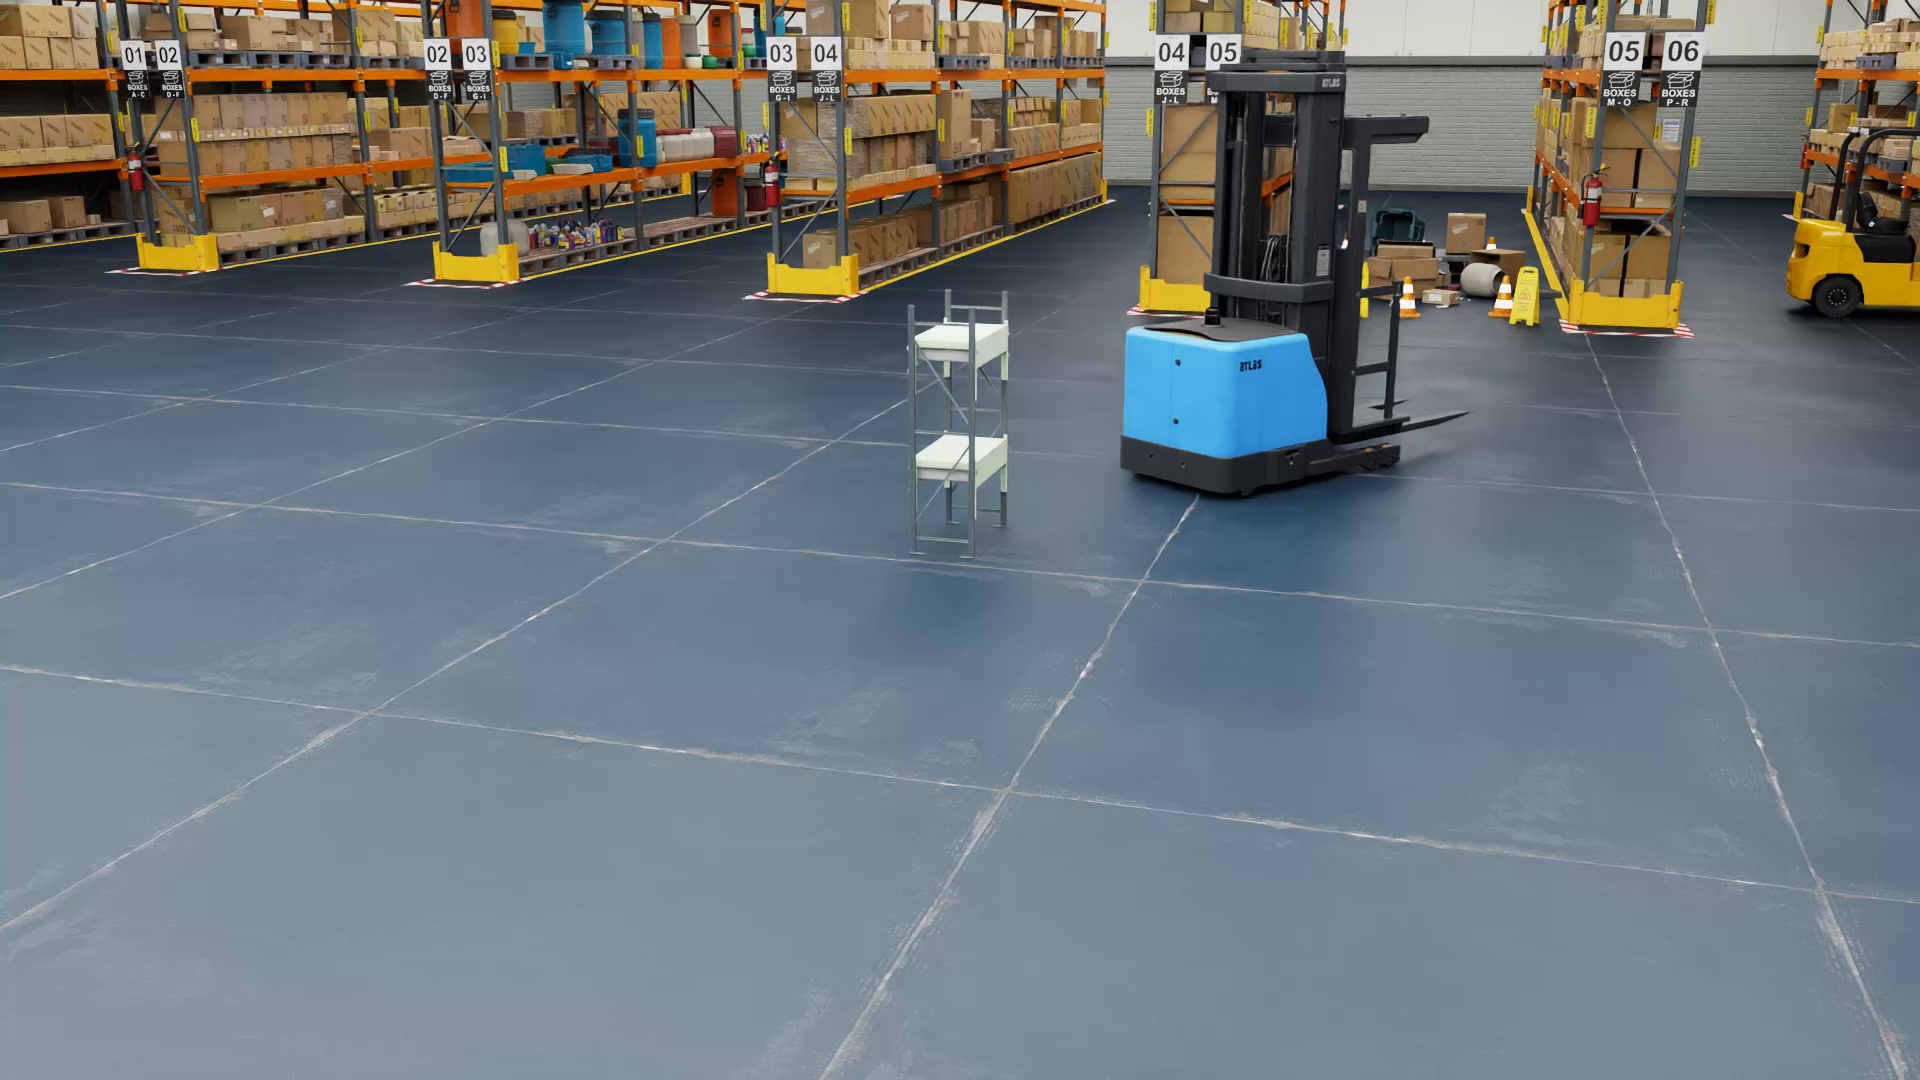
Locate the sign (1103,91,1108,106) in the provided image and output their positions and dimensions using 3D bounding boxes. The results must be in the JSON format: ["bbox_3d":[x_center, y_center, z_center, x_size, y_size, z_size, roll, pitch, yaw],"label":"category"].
[{"bbox_3d":[3.124,-9.478,35.693,0.100,0.325,0.005,5,16,16],"label":"sign"}]

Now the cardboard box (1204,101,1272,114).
[{"bbox_3d":[3.741,-5.647,22.488,0.875,0.550,0.550,5,16,16],"label":"cardboard box"}]

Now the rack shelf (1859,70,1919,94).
[{"bbox_3d":[15.164,-7.228,26.136,1.077,0.370,4.000,5,16,16],"label":"rack shelf"}]

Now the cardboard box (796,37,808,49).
[{"bbox_3d":[-2.160,-6.326,21.184,0.380,0.149,0.250,5,16,16],"label":"cardboard box"}]

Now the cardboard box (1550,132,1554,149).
[{"bbox_3d":[9.998,-6.576,27.376,0.500,0.250,0.500,4,16,14],"label":"cardboard box"}]

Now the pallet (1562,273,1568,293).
[{"bbox_3d":[8.542,-3.425,22.018,1.003,0.211,1.213,5,16,16],"label":"pallet"}]

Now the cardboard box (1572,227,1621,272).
[{"bbox_3d":[7.685,-3.505,20.085,0.500,0.500,0.500,5,17,18],"label":"cardboard box"}]

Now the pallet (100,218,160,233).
[{"bbox_3d":[-14.830,-5.728,30.137,1.003,0.211,1.213,5,16,16],"label":"pallet"}]

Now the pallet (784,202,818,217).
[{"bbox_3d":[-3.537,-6.650,33.389,1.003,0.211,1.213,5,16,16],"label":"pallet"}]

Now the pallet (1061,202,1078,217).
[{"bbox_3d":[1.762,-6.658,33.415,1.003,0.211,1.213,5,16,16],"label":"pallet"}]

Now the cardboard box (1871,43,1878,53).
[{"bbox_3d":[15.027,-7.981,26.979,0.380,0.149,0.250,5,17,17],"label":"cardboard box"}]

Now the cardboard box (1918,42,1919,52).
[{"bbox_3d":[14.657,-7.415,25.021,0.380,0.149,0.250,5,17,17],"label":"cardboard box"}]

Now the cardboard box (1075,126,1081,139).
[{"bbox_3d":[2.143,-8.246,33.633,0.500,0.250,0.500,5,17,17],"label":"cardboard box"}]

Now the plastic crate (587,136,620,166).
[{"bbox_3d":[-5.707,-6.279,26.851,0.402,0.464,0.583,5,16,16],"label":"plastic crate"}]

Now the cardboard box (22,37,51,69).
[{"bbox_3d":[-15.234,-7.936,27.095,0.500,0.500,0.500,4,16,14],"label":"cardboard box"}]

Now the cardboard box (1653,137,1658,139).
[{"bbox_3d":[8.811,-5.001,21.734,0.500,0.500,0.500,4,16,14],"label":"cardboard box"}]

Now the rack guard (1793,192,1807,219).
[{"bbox_3d":[16.847,-6.478,32.252,1.175,0.500,0.348,5,16,16],"label":"rack guard"}]

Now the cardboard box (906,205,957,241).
[{"bbox_3d":[-0.454,-5.005,26.252,0.700,0.500,0.500,5,16,16],"label":"cardboard box"}]

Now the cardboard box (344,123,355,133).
[{"bbox_3d":[-10.171,-6.755,27.276,0.380,0.149,0.250,5,16,16],"label":"cardboard box"}]

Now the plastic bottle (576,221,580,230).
[{"bbox_3d":[-6.026,-4.858,26.132,0.061,0.283,0.133,5,16,16],"label":"plastic bottle"}]

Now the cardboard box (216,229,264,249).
[{"bbox_3d":[-10.932,-4.569,25.212,0.500,0.250,0.500,5,16,16],"label":"cardboard box"}]

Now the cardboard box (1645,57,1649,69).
[{"bbox_3d":[8.111,-5.491,19.156,0.380,0.149,0.250,5,16,16],"label":"cardboard box"}]

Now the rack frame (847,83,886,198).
[{"bbox_3d":[-2.141,-9.237,37.398,1.000,3.000,0.127,5,16,16],"label":"rack frame"}]

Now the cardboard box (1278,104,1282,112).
[{"bbox_3d":[4.493,-6.361,25.242,0.700,0.500,0.500,4,16,15],"label":"cardboard box"}]

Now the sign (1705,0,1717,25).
[{"bbox_3d":[8.082,-5.720,17.900,0.100,0.325,0.005,5,16,16],"label":"sign"}]

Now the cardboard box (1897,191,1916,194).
[{"bbox_3d":[15.774,-5.713,27.598,0.380,0.149,0.250,5,17,16],"label":"cardboard box"}]

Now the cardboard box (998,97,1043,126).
[{"bbox_3d":[1.091,-7.991,30.983,0.797,0.503,0.637,5,17,16],"label":"cardboard box"}]

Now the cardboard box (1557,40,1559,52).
[{"bbox_3d":[10.117,-8.167,27.607,0.396,0.266,0.258,6,17,20],"label":"cardboard box"}]

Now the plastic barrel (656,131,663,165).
[{"bbox_3d":[-5.069,-6.396,27.134,0.433,0.535,0.433,0,16,0],"label":"plastic barrel"}]

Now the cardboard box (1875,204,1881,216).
[{"bbox_3d":[14.938,-5.139,26.761,0.500,0.500,0.500,4,16,14],"label":"cardboard box"}]

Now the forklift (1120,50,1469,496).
[{"bbox_3d":[2.612,-2.013,12.057,3.031,2.935,1.130,-12,20,-37],"label":"forklift"}]

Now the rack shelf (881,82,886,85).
[{"bbox_3d":[-2.710,-9.811,35.242,1.077,0.370,4.000,5,16,16],"label":"rack shelf"}]

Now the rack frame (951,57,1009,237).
[{"bbox_3d":[0.334,-6.760,28.665,1.000,3.000,0.127,5,16,16],"label":"rack frame"}]

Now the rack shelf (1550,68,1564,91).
[{"bbox_3d":[10.404,-7.612,27.489,1.077,0.370,4.000,5,16,16],"label":"rack shelf"}]

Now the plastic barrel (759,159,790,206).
[{"bbox_3d":[-3.650,-7.057,32.788,0.600,0.901,0.708,5,16,16],"label":"plastic barrel"}]

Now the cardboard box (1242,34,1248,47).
[{"bbox_3d":[3.192,-5.893,19.619,0.380,0.149,0.250,5,17,16],"label":"cardboard box"}]

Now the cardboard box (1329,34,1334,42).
[{"bbox_3d":[6.932,-9.596,31.795,0.380,0.149,0.250,5,17,19],"label":"cardboard box"}]

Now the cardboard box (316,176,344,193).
[{"bbox_3d":[-13.323,-7.491,34.413,0.750,0.750,0.750,5,16,16],"label":"cardboard box"}]

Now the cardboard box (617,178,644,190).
[{"bbox_3d":[-7.497,-8.078,37.081,0.797,0.503,0.637,5,16,16],"label":"cardboard box"}]

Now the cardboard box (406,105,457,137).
[{"bbox_3d":[-12.197,-9.625,38.218,0.980,0.700,0.700,4,16,13],"label":"cardboard box"}]

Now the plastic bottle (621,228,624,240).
[{"bbox_3d":[-5.356,-4.844,26.232,0.097,0.201,0.097,0,16,0],"label":"plastic bottle"}]

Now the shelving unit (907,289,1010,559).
[{"bbox_3d":[-0.002,-0.720,10.119,0.431,1.500,0.755,5,16,16],"label":"shelving unit"}]

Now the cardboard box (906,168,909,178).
[{"bbox_3d":[-0.952,-5.259,23.833,0.380,0.149,0.250,5,16,16],"label":"cardboard box"}]

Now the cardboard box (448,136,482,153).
[{"bbox_3d":[-9.308,-7.394,31.066,0.500,0.311,0.500,6,17,19],"label":"cardboard box"}]

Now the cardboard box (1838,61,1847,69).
[{"bbox_3d":[15.961,-8.498,29.757,0.380,0.149,0.250,5,17,17],"label":"cardboard box"}]

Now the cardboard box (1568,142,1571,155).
[{"bbox_3d":[8.750,-5.607,23.101,0.500,0.500,0.500,5,17,16],"label":"cardboard box"}]

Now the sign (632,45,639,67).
[{"bbox_3d":[-5.027,-7.499,25.759,0.100,0.325,0.005,5,16,16],"label":"sign"}]

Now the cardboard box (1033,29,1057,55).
[{"bbox_3d":[1.636,-9.757,32.599,0.700,0.500,0.500,4,16,13],"label":"cardboard box"}]

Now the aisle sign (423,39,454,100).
[{"bbox_3d":[-6.993,-6.306,22.300,0.394,0.787,0.004,5,16,16],"label":"aisle sign"}]

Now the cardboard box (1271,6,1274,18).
[{"bbox_3d":[3.911,-6.941,21.852,0.380,0.149,0.250,5,17,17],"label":"cardboard box"}]

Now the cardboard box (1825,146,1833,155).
[{"bbox_3d":[16.044,-7.111,30.364,0.380,0.149,0.250,5,17,17],"label":"cardboard box"}]

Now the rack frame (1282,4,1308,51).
[{"bbox_3d":[5.061,-9.235,26.397,1.000,3.000,0.127,5,16,16],"label":"rack frame"}]

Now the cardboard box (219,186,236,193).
[{"bbox_3d":[-14.326,-6.603,31.887,0.700,0.500,0.500,5,16,16],"label":"cardboard box"}]

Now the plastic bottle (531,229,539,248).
[{"bbox_3d":[-6.386,-4.526,24.961,0.061,0.283,0.133,5,16,16],"label":"plastic bottle"}]

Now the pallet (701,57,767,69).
[{"bbox_3d":[-4.104,-8.689,30.315,1.003,0.211,1.213,5,16,16],"label":"pallet"}]
